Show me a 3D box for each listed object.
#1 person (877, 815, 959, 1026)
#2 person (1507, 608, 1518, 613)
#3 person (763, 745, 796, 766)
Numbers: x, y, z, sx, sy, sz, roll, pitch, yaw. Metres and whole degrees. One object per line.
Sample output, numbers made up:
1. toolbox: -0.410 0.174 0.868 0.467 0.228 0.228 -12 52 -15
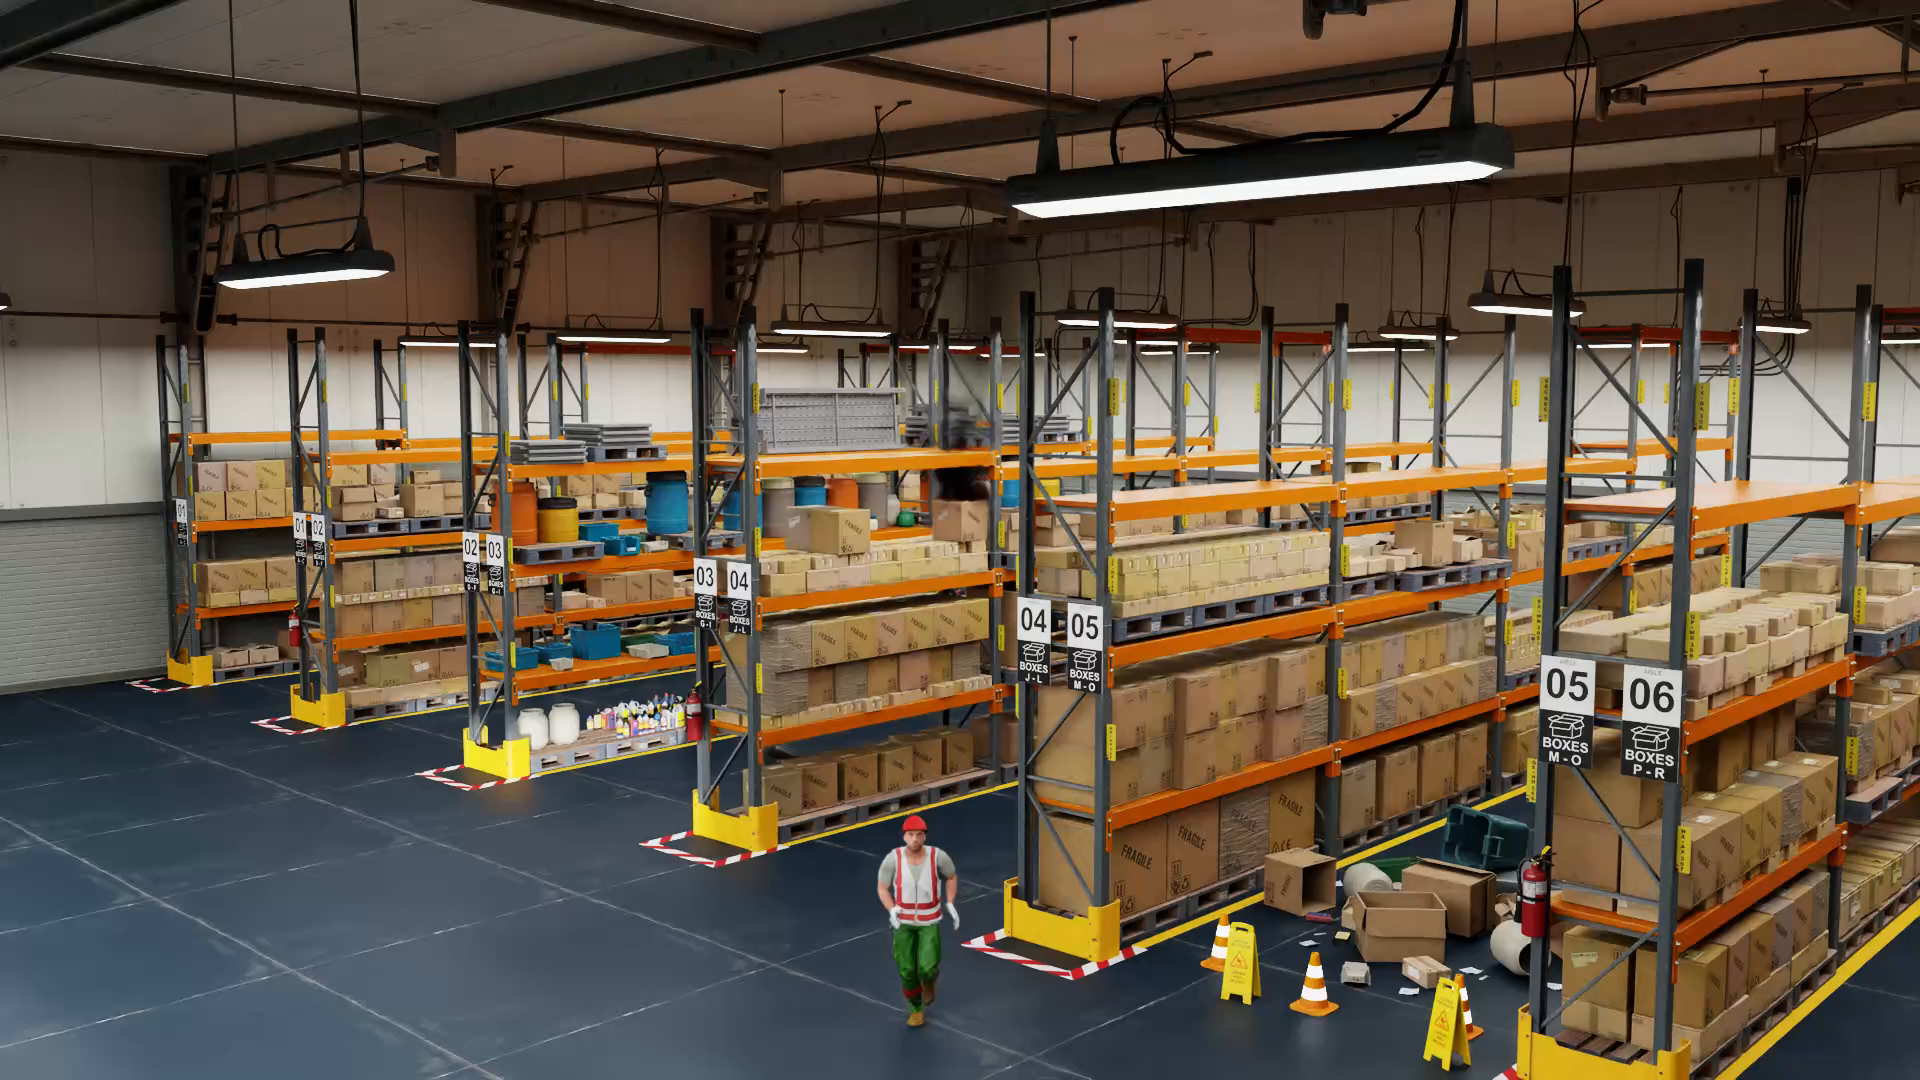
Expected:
1. person: -0.335 3.053 13.319 0.661 1.731 0.633 0 5 -1
2. person: 8.700 1.880 26.241 0.624 1.647 0.594 -5 7 -42
3. person: -2.414 2.349 21.527 0.608 1.615 0.581 5 7 40
